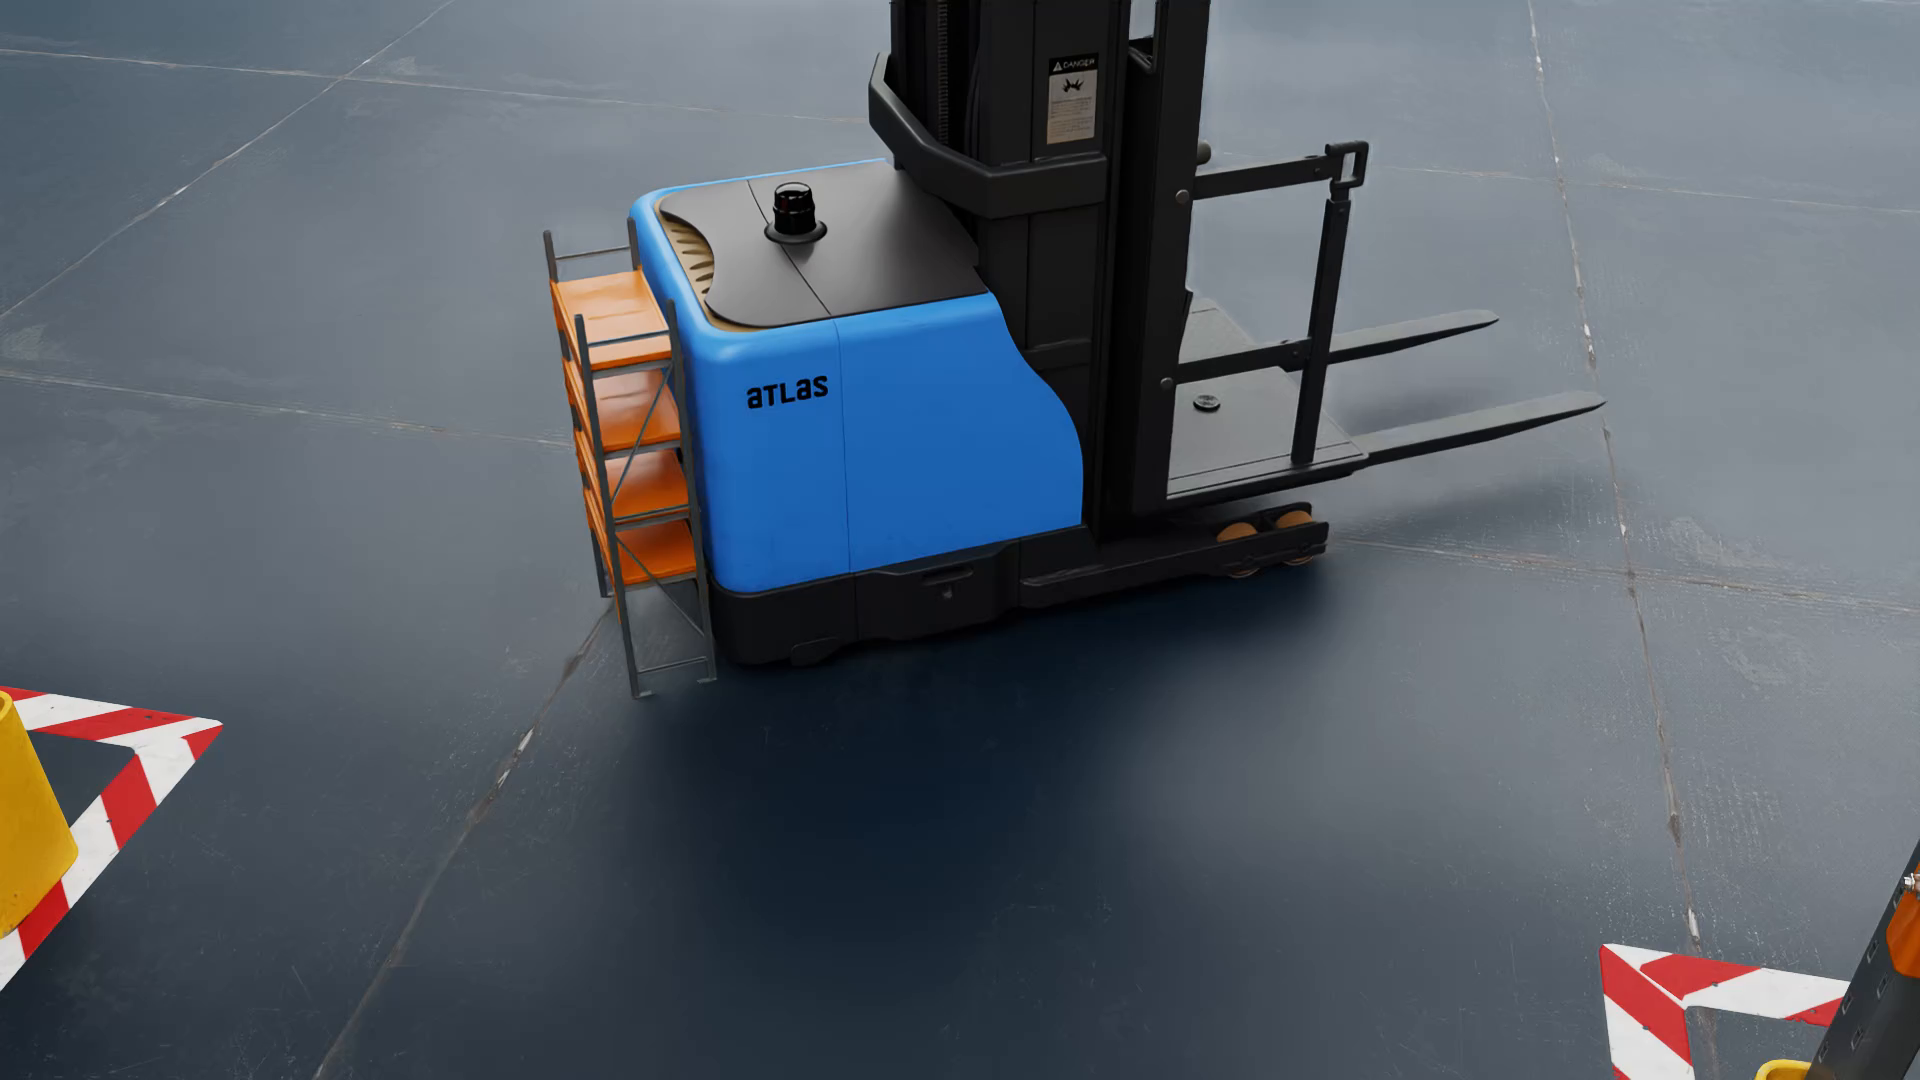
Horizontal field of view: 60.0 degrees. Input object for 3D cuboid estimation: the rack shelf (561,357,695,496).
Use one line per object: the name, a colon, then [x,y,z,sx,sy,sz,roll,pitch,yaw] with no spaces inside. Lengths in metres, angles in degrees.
rack shelf: [-0.885,-0.329,4.415,0.258,0.148,0.480,-12,38,-16]

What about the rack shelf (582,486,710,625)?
rack shelf: [-0.885,0.013,4.663,0.258,0.148,0.480,-12,38,-16]

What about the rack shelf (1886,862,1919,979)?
rack shelf: [1.590,1.709,0.949,1.077,0.370,4.000,7,37,10]

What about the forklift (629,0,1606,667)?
forklift: [0.604,-1.351,4.617,3.031,2.935,1.130,-12,38,-16]

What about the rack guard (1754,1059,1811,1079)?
rack guard: [2.001,1.327,2.993,1.175,0.500,0.348,7,37,10]

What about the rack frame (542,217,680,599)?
rack frame: [-0.969,-0.337,4.693,0.240,1.200,0.015,-12,38,-16]

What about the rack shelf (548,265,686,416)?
rack shelf: [-0.885,-0.521,4.277,0.258,0.148,0.480,-12,38,-16]

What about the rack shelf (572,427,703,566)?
rack shelf: [-0.885,-0.148,4.547,0.258,0.148,0.480,-12,38,-16]

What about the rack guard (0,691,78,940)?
rack guard: [-2.801,0.590,4.010,1.175,0.500,0.348,7,37,10]

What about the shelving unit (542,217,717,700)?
shelving unit: [-0.885,-0.203,4.507,0.258,1.200,0.503,-12,38,-16]

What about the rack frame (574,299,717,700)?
rack frame: [-0.801,-0.068,4.322,0.240,1.200,0.015,-12,38,-16]
